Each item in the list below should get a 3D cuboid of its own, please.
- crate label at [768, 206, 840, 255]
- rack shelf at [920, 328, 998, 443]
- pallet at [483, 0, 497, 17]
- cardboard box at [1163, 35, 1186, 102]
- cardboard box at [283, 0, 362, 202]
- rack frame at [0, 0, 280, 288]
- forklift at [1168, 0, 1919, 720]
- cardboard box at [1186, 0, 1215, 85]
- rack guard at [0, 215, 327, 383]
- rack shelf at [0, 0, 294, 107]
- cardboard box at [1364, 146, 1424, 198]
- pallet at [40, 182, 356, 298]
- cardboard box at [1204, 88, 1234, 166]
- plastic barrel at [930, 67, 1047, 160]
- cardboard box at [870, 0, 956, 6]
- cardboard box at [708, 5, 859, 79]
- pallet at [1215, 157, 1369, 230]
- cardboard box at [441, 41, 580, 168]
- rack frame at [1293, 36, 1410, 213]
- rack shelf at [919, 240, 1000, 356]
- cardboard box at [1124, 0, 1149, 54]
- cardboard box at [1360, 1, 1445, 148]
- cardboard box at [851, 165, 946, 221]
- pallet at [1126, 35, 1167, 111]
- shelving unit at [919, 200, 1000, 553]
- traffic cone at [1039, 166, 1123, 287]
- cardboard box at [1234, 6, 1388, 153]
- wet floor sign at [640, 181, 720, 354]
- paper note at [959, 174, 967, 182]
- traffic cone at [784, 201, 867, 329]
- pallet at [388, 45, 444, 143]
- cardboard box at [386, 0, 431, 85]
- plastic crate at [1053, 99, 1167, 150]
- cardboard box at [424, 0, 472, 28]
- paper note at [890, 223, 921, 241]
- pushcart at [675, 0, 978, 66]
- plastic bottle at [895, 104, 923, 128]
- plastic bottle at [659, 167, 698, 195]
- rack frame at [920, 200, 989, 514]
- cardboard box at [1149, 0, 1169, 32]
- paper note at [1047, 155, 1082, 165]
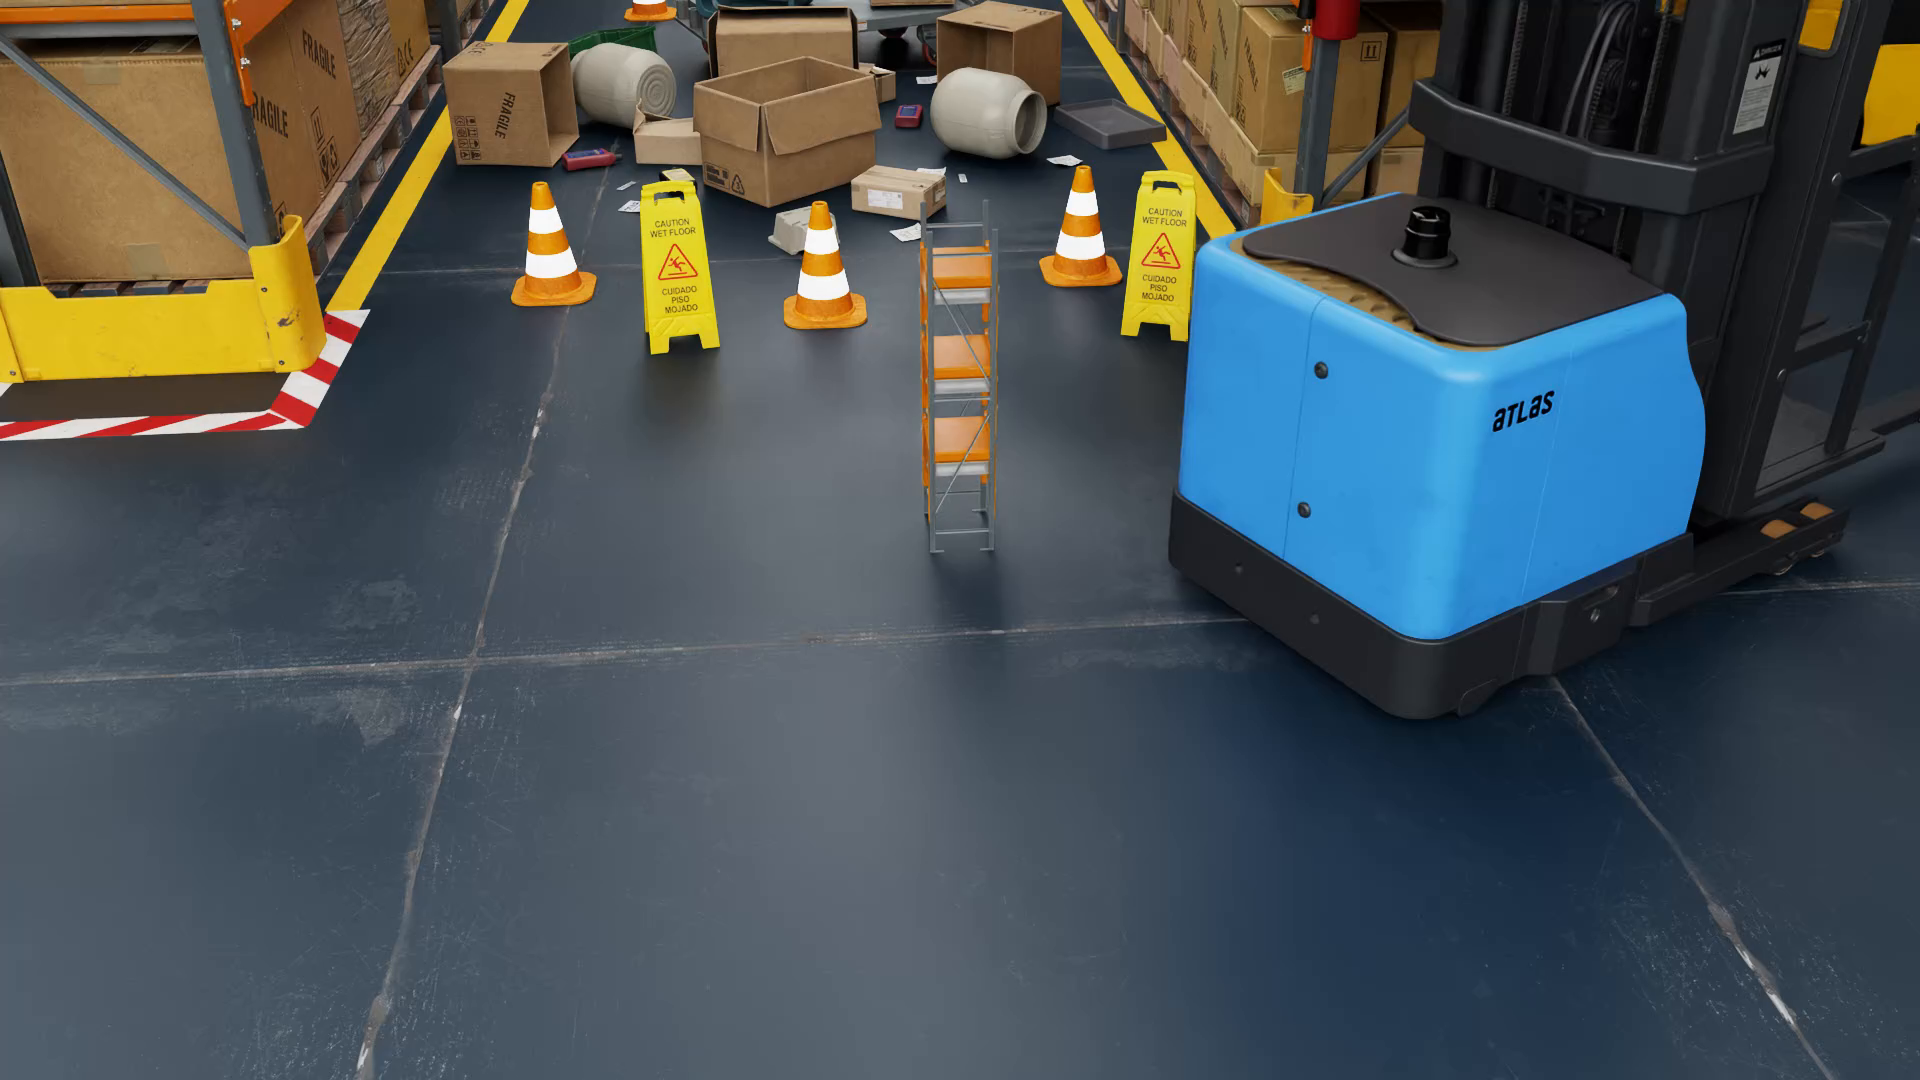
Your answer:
[{"bbox_3d":[-0.688,-1.391,7.445,0.250,0.136,0.298,-20,36,-30],"label":"crate label"},{"bbox_3d":[-0.005,-0.469,5.032,0.215,0.259,0.240,-3,31,-5],"label":"rack shelf"},{"bbox_3d":[-3.712,-3.861,11.509,1.003,0.211,1.213,-3,31,-5],"label":"pallet"},{"bbox_3d":[1.371,-2.476,8.741,0.500,0.250,0.500,-3,31,-5],"label":"cardboard box"},{"bbox_3d":[-3.287,-2.062,7.439,0.875,0.875,0.875,-3,31,-5],"label":"cardboard box"},{"bbox_3d":[-3.074,-2.002,5.676,1.000,3.000,0.127,-3,31,-5],"label":"rack frame"},{"bbox_3d":[2.139,-1.359,4.667,3.031,2.935,1.130,-19,36,-28],"label":"forklift"},{"bbox_3d":[1.418,-2.533,8.106,0.500,0.500,0.500,-3,31,-6],"label":"cardboard box"},{"bbox_3d":[-3.071,-0.916,6.296,1.175,0.500,0.348,-3,31,-5],"label":"rack guard"},{"bbox_3d":[-3.261,-2.714,7.570,1.077,0.370,4.000,-3,31,-5],"label":"rack shelf"},{"bbox_3d":[2.045,-1.715,7.469,0.500,0.250,0.500,-3,31,-5],"label":"cardboard box"},{"bbox_3d":[-3.226,-1.209,7.068,1.003,0.211,1.213,-3,31,-5],"label":"pallet"},{"bbox_3d":[1.461,-1.955,7.870,0.500,0.250,0.500,-3,31,-4],"label":"cardboard box"},{"bbox_3d":[0.145,-2.166,8.464,0.512,0.421,0.421,20,36,29],"label":"plastic barrel"},{"bbox_3d":[-0.298,-3.484,9.857,0.500,0.500,0.500,-3,31,-5],"label":"cardboard box"},{"bbox_3d":[-0.935,-2.529,8.862,0.797,0.637,0.503,-3,31,-5],"label":"cardboard box"},{"bbox_3d":[1.797,-1.549,7.637,1.003,0.211,1.213,-3,31,-5],"label":"pallet"},{"bbox_3d":[-2.281,-2.228,8.491,0.500,0.500,0.500,2,31,4],"label":"cardboard box"},{"bbox_3d":[1.845,-2.290,6.159,1.000,3.000,0.127,-3,31,-5],"label":"rack frame"},{"bbox_3d":[-0.005,-0.713,4.886,0.215,0.259,0.240,-3,31,-5],"label":"rack shelf"},{"bbox_3d":[1.258,-3.018,9.650,0.500,0.250,0.500,-4,31,-7],"label":"cardboard box"},{"bbox_3d":[2.042,-2.049,7.296,0.500,0.500,0.500,-4,31,-6],"label":"cardboard box"},{"bbox_3d":[-0.288,-1.639,7.848,0.380,0.149,0.250,13,33,21],"label":"cardboard box"},{"bbox_3d":[1.569,-2.794,9.722,1.003,0.211,1.213,-3,31,-5],"label":"pallet"},{"bbox_3d":[-0.005,-0.478,5.027,0.215,1.050,0.252,-3,31,-5],"label":"shelving unit"},{"bbox_3d":[0.521,-1.359,7.074,0.336,0.463,0.334,-3,31,-5],"label":"traffic cone"},{"bbox_3d":[1.511,-2.009,7.228,0.500,0.500,0.500,-3,31,-4],"label":"cardboard box"},{"bbox_3d":[-1.100,-1.071,6.414,0.267,0.644,0.232,-8,32,-13],"label":"wet floor sign"},{"bbox_3d":[0.014,-1.794,8.244,0.032,0.001,0.123,-3,31,-5],"label":"paper note"},{"bbox_3d":[-0.553,-1.132,6.694,0.336,0.463,0.334,-3,31,-5],"label":"traffic cone"},{"bbox_3d":[-3.454,-2.455,9.154,1.003,0.211,1.213,-3,31,-5],"label":"pallet"},{"bbox_3d":[-3.458,-2.988,8.989,0.875,0.875,0.875,-2,31,-4],"label":"cardboard box"},{"bbox_3d":[0.802,-2.238,8.919,0.402,0.080,0.583,-14,33,-22],"label":"plastic crate"},{"bbox_3d":[-3.595,-3.571,10.088,1.050,0.750,0.750,-3,31,-5],"label":"cardboard box"},{"bbox_3d":[-0.225,-1.403,7.569,0.148,0.019,0.142,-14,33,-22],"label":"paper note"},{"bbox_3d":[-0.794,-3.072,10.025,1.648,0.377,0.936,-14,33,-22],"label":"pushcart"},{"bbox_3d":[-0.275,-2.322,9.078,0.133,0.061,0.283,2,31,4],"label":"plastic bottle"},{"bbox_3d":[-1.392,-1.766,8.147,0.133,0.061,0.283,-14,33,-22],"label":"plastic bottle"},{"bbox_3d":[-0.016,-0.540,5.131,0.200,1.050,0.008,-3,31,-5],"label":"rack frame"},{"bbox_3d":[1.320,-3.067,9.001,0.500,0.500,0.500,-2,31,-3],"label":"cardboard box"},{"bbox_3d":[0.537,-1.937,8.463,0.142,0.019,0.148,-14,33,-22],"label":"paper note"}]
